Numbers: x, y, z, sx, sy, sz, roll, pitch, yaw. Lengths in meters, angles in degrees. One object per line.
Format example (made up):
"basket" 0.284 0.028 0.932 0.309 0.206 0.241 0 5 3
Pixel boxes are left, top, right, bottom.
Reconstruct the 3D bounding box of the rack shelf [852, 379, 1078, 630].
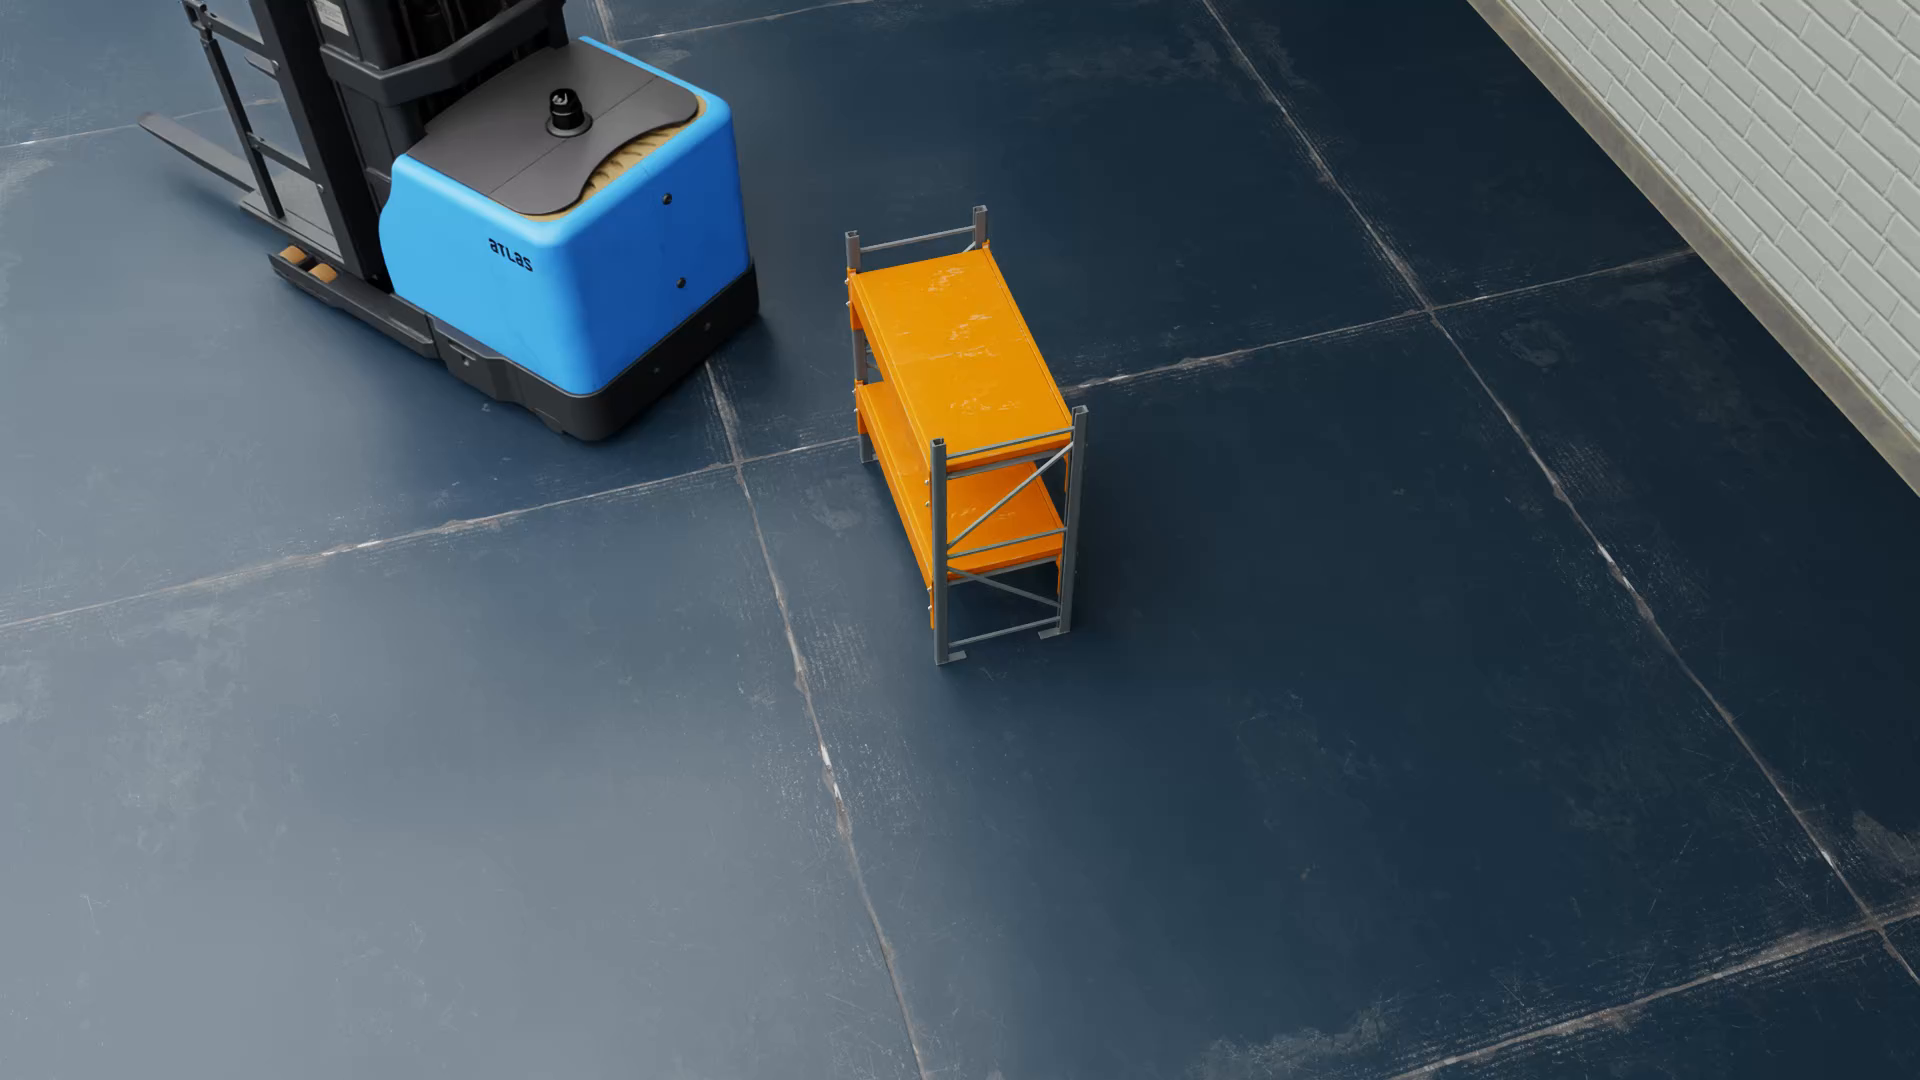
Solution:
"rack shelf" 0.002 -0.200 6.003 0.538 0.278 1.000 -13 51 -11

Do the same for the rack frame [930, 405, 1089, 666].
"rack frame" 0.152 0.014 5.503 0.500 1.125 0.032 -13 51 -11

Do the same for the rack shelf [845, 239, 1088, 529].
"rack shelf" 0.002 -0.546 5.592 0.538 0.278 1.000 -13 51 -11

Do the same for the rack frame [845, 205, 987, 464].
"rack frame" -0.148 -0.729 6.129 0.500 1.125 0.032 -13 51 -11

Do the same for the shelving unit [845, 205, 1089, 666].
"shelving unit" 0.002 -0.358 5.816 0.538 1.125 1.048 -13 51 -11

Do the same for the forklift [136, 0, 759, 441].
"forklift" -2.336 -2.255 6.234 3.031 2.935 1.130 29 56 22
